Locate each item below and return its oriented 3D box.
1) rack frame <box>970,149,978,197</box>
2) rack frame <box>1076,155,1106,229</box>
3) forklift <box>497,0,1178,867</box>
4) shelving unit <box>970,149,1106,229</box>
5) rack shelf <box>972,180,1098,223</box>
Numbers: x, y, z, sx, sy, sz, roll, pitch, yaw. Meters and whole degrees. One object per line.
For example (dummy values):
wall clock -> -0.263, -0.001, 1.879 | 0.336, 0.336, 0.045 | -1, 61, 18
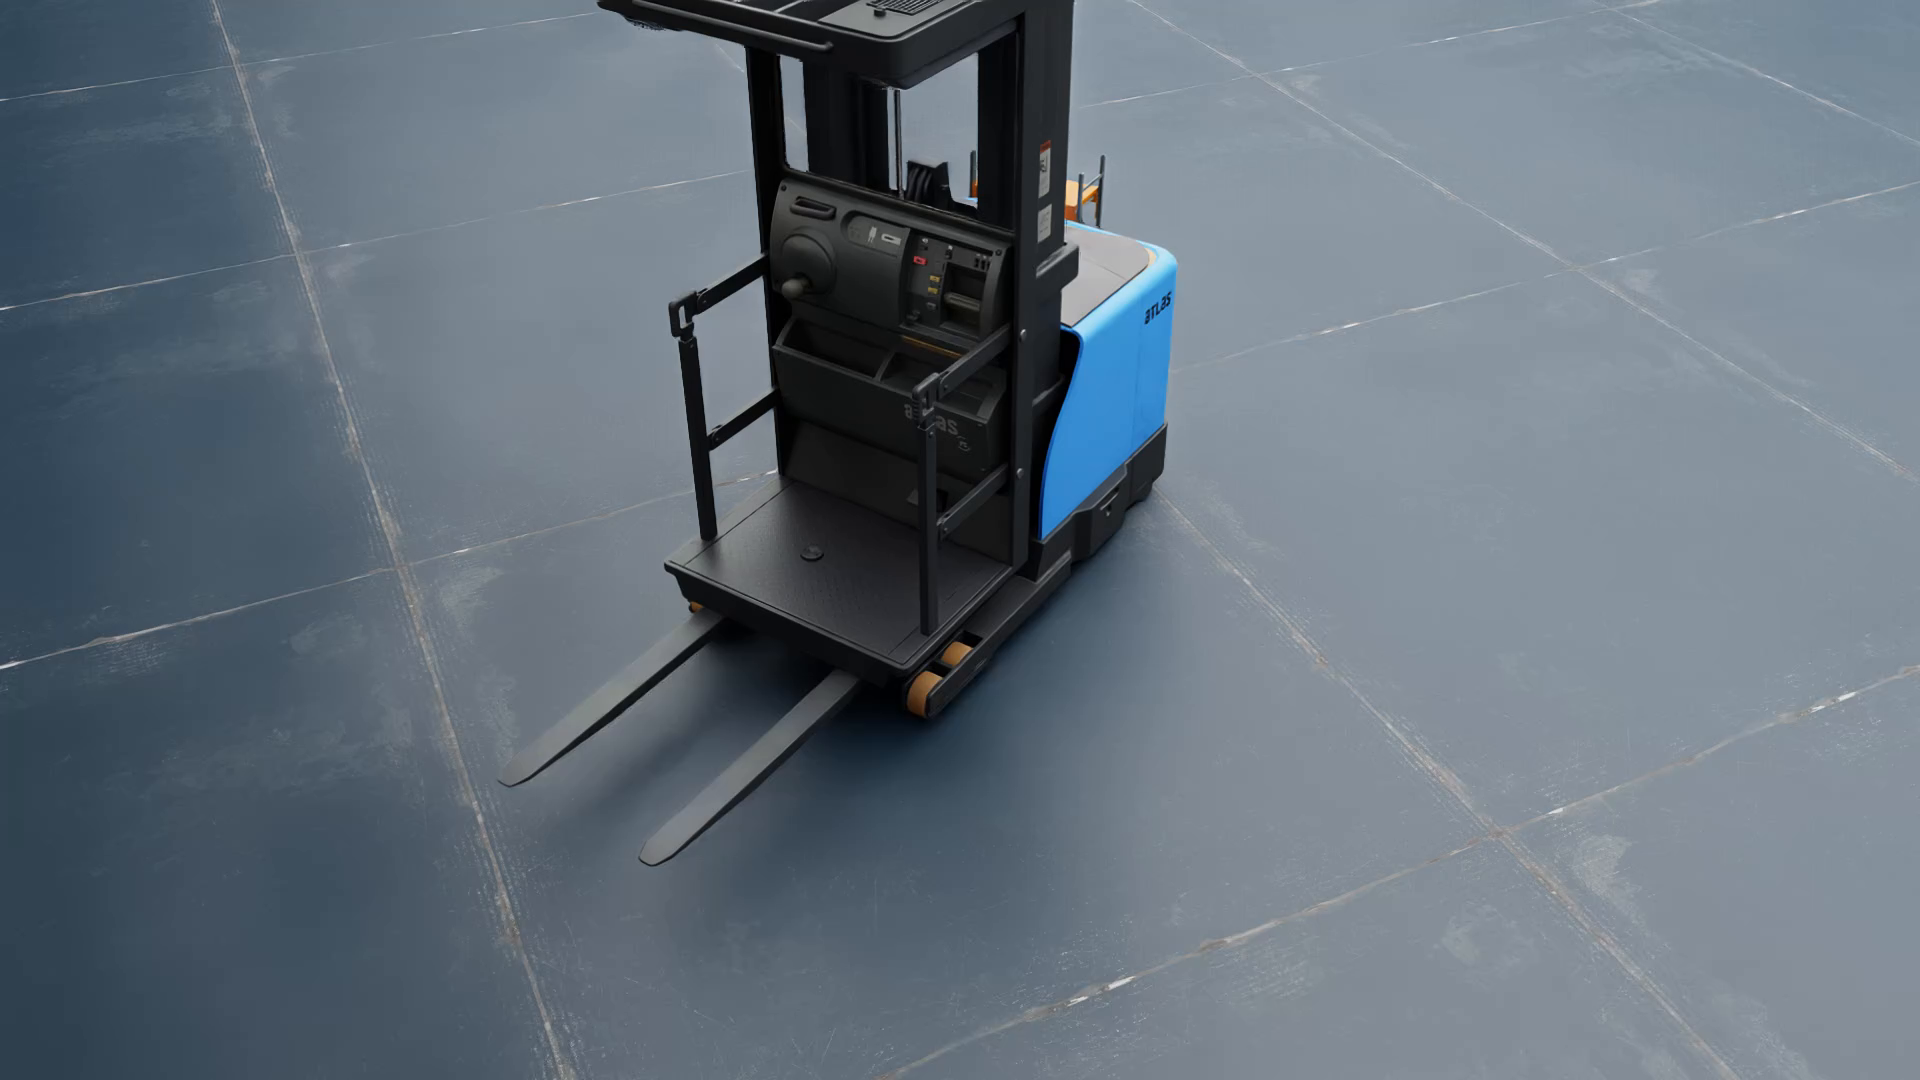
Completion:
rack frame -> 0.098, -1.176, 7.319 | 0.015, 1.200, 0.240 | 17, 38, 22
rack frame -> 0.530, -1.041, 7.137 | 0.015, 1.200, 0.240 | 17, 38, 22
forklift -> -0.371, -0.868, 5.461 | 1.130, 2.935, 3.031 | 22, 42, 26
shelving unit -> 0.314, -1.109, 7.228 | 0.503, 1.200, 0.258 | 17, 38, 22
rack shelf -> 0.321, -1.433, 7.006 | 0.480, 0.148, 0.258 | 17, 38, 22
